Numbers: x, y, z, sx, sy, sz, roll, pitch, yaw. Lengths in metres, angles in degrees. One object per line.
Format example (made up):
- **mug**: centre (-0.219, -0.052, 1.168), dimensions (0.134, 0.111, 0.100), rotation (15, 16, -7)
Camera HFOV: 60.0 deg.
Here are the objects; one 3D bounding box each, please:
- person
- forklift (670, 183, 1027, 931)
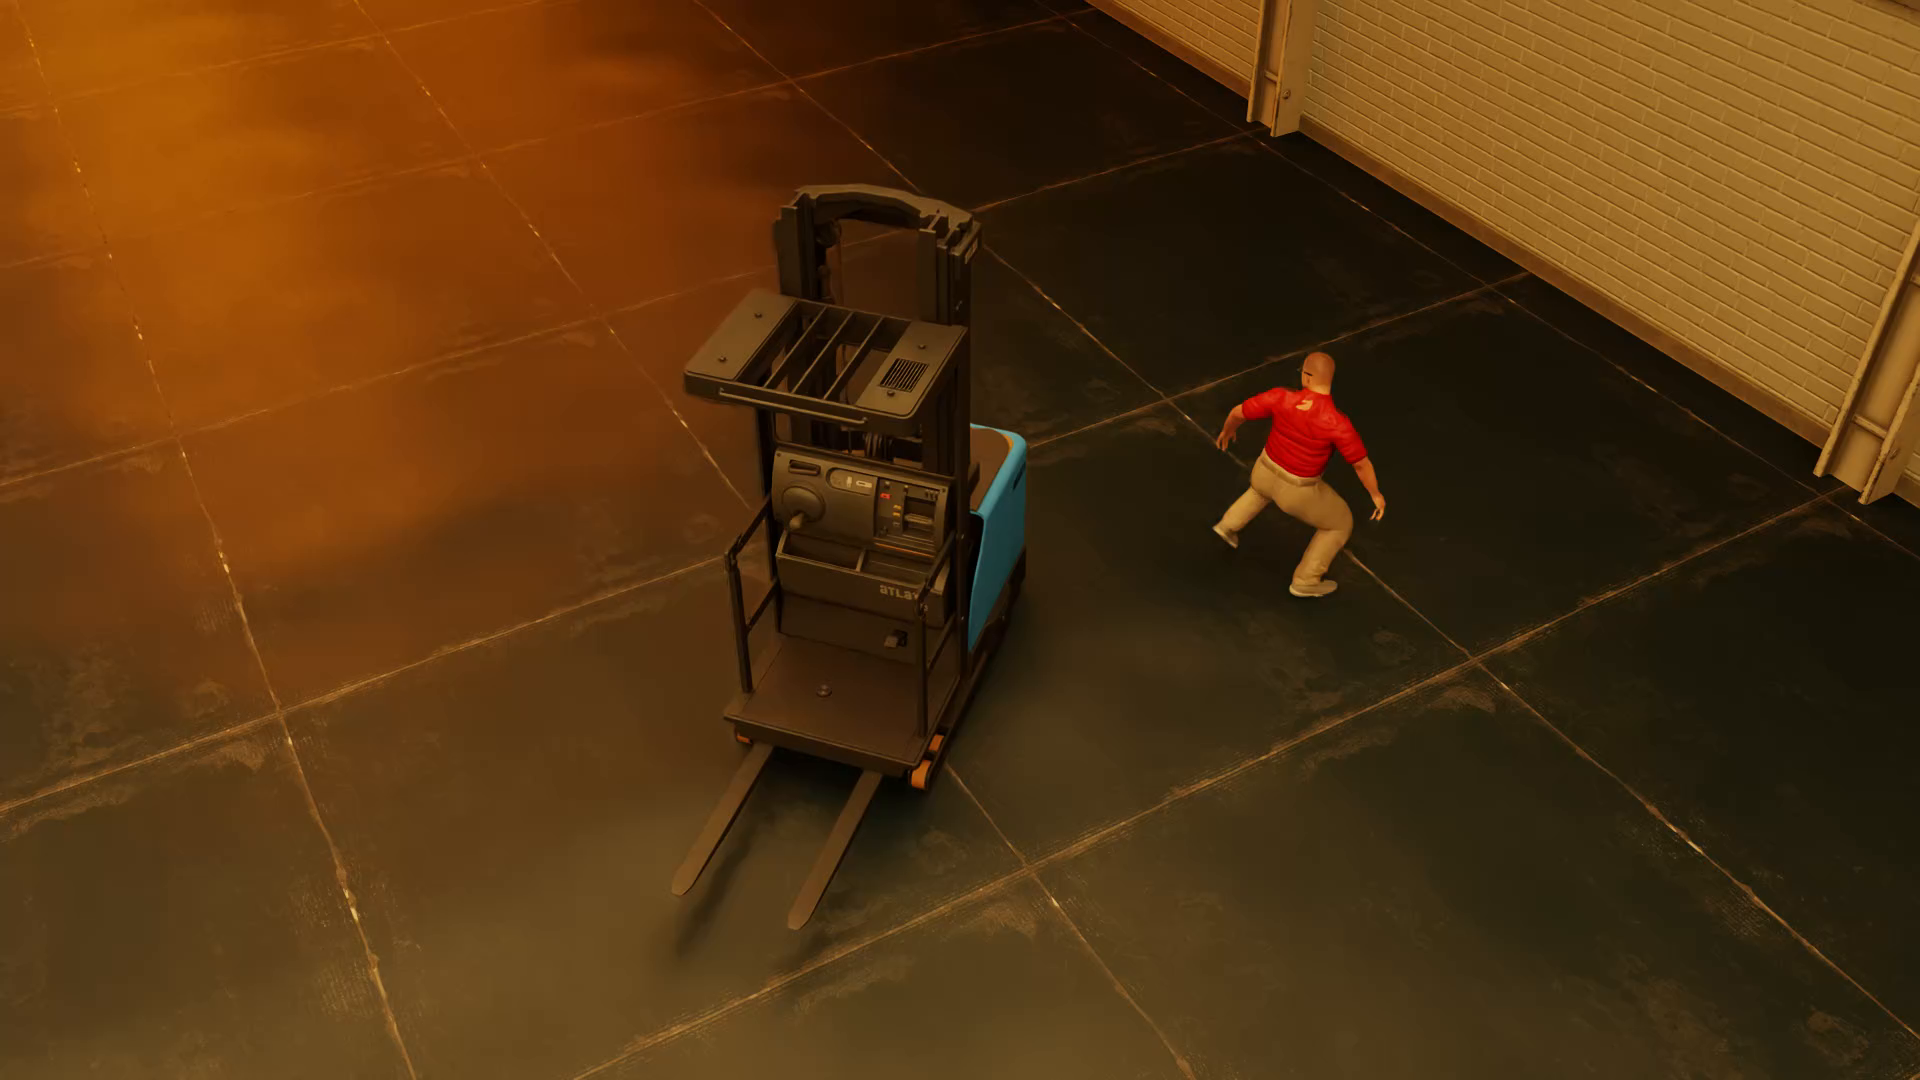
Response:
- **person**: centre (1.955, -0.387, 9.579), dimensions (0.516, 1.620, 0.997), rotation (-31, 49, -32)
- **forklift**: centre (-0.573, -0.112, 8.171), dimensions (1.130, 2.935, 3.031), rotation (13, 41, 15)
